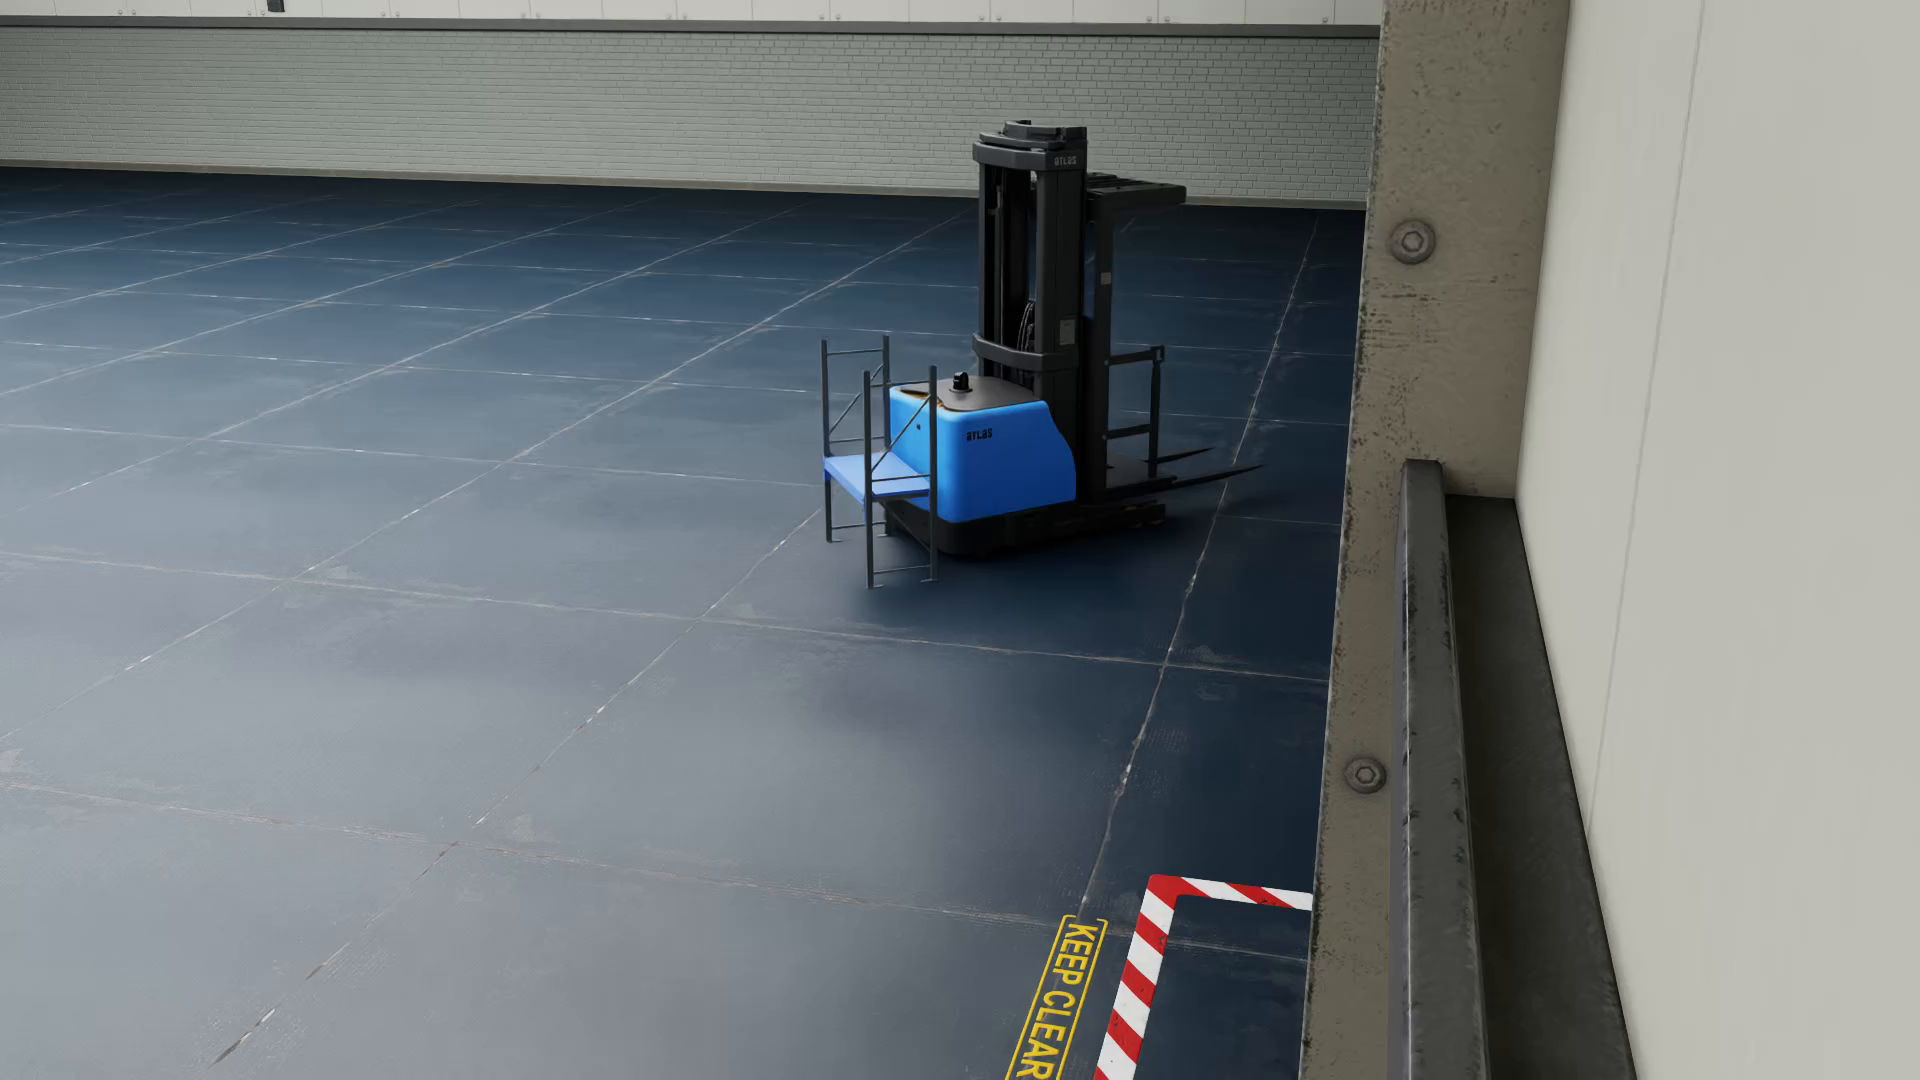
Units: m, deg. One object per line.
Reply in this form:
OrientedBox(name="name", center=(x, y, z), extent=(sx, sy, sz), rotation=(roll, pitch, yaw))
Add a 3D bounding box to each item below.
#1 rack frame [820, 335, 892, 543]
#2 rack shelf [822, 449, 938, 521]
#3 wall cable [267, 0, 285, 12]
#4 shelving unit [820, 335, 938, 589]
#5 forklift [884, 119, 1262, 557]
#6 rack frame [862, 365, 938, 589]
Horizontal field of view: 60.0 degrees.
OrientedBox(name="rack frame", center=(-0.743, -0.717, 11.967), extent=(0.500, 1.500, 0.032), rotation=(-7, 20, -19))
OrientedBox(name="rack shelf", center=(-0.568, -0.393, 11.574), extent=(0.538, 0.185, 1.000), rotation=(-7, 20, -19))
OrientedBox(name="wall cable", center=(-12.566, -13.216, 31.698), extent=(2.305, 6.003, 0.169), rotation=(5, 19, 13))
OrientedBox(name="shelving unit", center=(-0.568, -0.563, 11.516), extent=(0.538, 1.500, 1.048), rotation=(-7, 20, -19))
OrientedBox(name="forklift", center=(0.952, -1.604, 12.348), extent=(3.031, 2.935, 1.130), rotation=(-11, 22, -30))
OrientedBox(name="rack frame", center=(-0.393, -0.409, 11.064), extent=(0.500, 1.500, 0.032), rotation=(-7, 20, -19))
